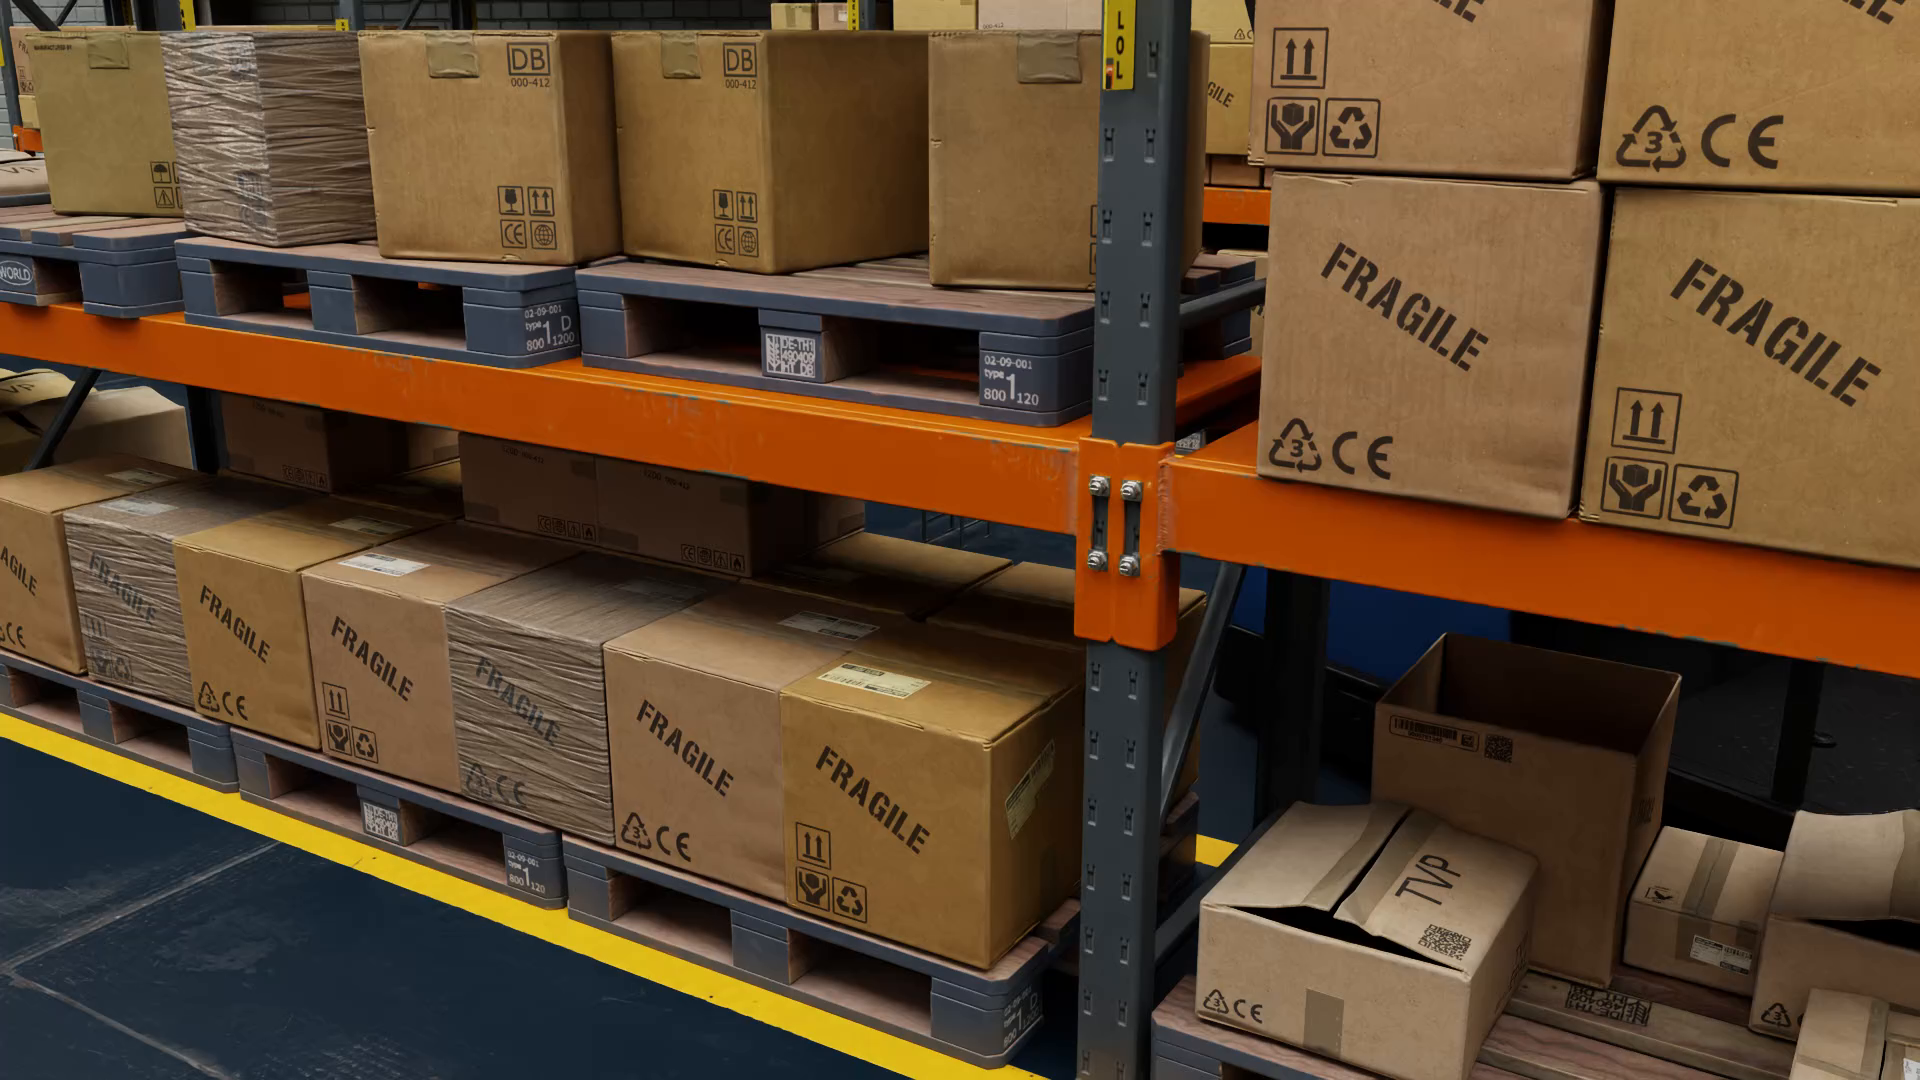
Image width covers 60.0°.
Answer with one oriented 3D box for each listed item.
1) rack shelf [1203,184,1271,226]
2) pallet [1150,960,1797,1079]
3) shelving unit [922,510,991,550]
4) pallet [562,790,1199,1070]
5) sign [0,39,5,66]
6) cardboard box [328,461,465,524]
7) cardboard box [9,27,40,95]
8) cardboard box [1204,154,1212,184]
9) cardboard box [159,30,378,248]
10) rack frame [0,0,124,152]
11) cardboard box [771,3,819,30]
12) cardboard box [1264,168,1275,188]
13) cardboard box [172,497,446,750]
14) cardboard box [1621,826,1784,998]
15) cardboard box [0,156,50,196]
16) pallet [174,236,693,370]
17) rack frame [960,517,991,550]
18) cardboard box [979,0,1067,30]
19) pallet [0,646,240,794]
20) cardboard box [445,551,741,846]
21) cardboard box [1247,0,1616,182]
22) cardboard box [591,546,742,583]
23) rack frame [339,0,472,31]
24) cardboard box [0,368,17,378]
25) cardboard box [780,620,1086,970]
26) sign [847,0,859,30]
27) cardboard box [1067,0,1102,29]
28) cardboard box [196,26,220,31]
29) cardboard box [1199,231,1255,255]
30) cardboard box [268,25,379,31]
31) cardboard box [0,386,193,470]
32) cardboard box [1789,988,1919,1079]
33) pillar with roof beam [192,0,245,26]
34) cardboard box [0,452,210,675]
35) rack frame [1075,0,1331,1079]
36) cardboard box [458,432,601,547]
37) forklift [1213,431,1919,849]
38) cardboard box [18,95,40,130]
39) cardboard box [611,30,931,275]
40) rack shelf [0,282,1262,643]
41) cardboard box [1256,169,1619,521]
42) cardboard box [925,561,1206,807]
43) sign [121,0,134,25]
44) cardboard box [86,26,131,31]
[{"bbox_3d":[1.426,-1.649,8.388,4.000,0.370,1.077,10,20,30],"label":"rack shelf"},{"bbox_3d":[1.126,0.977,3.302,1.213,0.211,1.003,10,20,30],"label":"pallet"},{"bbox_3d":[-0.012,-0.576,6.714,0.189,1.200,0.258,10,20,30],"label":"shelving unit"},{"bbox_3d":[-0.172,0.758,4.023,1.213,0.211,1.003,10,20,30],"label":"pallet"},{"bbox_3d":[-7.379,-3.794,12.722,0.005,0.325,0.100,10,20,30],"label":"sign"},{"bbox_3d":[-1.507,0.078,5.007,0.500,0.500,0.500,9,19,28],"label":"cardboard box"},{"bbox_3d":[-6.846,-3.664,12.716,0.500,0.500,0.500,10,20,30],"label":"cardboard box"},{"bbox_3d":[1.194,-1.849,8.205,0.250,0.149,0.380,10,20,30],"label":"cardboard box"},{"bbox_3d":[-1.593,-1.065,4.331,0.500,0.500,0.700,15,22,40],"label":"cardboard box"},{"bbox_3d":[-7.095,-3.515,13.291,0.127,3.000,1.000,10,20,30],"label":"rack frame"},{"bbox_3d":[-0.870,-2.957,9.409,0.250,0.149,0.380,7,18,21],"label":"cardboard box"},{"bbox_3d":[1.634,-1.764,7.926,0.250,0.149,0.380,10,19,29],"label":"cardboard box"},{"bbox_3d":[-1.755,0.211,4.569,0.500,0.500,0.500,10,19,29],"label":"cardboard box"},{"bbox_3d":[1.526,0.750,3.398,0.250,0.149,0.380,10,20,30],"label":"cardboard box"},{"bbox_3d":[-3.155,-1.094,5.475,0.500,0.311,0.500,12,20,33],"label":"cardboard box"},{"bbox_3d":[-1.208,-0.684,4.302,1.213,0.211,1.003,10,20,30],"label":"pallet"},{"bbox_3d":[0.066,-0.562,6.668,0.006,1.200,0.240,10,20,30],"label":"rack frame"},{"bbox_3d":[0.432,-2.642,8.409,0.500,0.250,0.500,10,19,29],"label":"cardboard box"},{"bbox_3d":[-2.251,0.387,5.244,1.213,0.211,1.003,10,20,30],"label":"pallet"},{"bbox_3d":[-0.874,0.366,4.060,0.500,0.500,0.500,10,20,31],"label":"cardboard box"},{"bbox_3d":[0.795,-0.847,2.616,0.500,0.500,0.500,11,20,31],"label":"cardboard box"},{"bbox_3d":[-0.626,0.233,4.496,0.500,0.500,0.500,10,20,31],"label":"cardboard box"},{"bbox_3d":[-3.687,-2.906,11.288,0.127,3.000,1.000,10,20,30],"label":"rack frame"},{"bbox_3d":[-4.046,-0.532,6.516,0.500,0.311,0.500,10,19,29],"label":"cardboard box"},{"bbox_3d":[-0.030,0.520,3.554,0.500,0.500,0.500,10,20,30],"label":"cardboard box"},{"bbox_3d":[-0.554,-2.678,8.681,0.005,0.325,0.100,10,20,30],"label":"sign"},{"bbox_3d":[0.860,-2.567,8.162,0.500,0.250,0.500,10,20,30],"label":"cardboard box"},{"bbox_3d":[-5.103,-3.352,11.688,0.500,0.500,0.500,9,19,28],"label":"cardboard box"},{"bbox_3d":[1.023,-1.191,8.617,0.750,0.750,0.750,10,20,30],"label":"cardboard box"},{"bbox_3d":[-4.252,-3.198,11.182,0.500,0.500,0.500,10,20,30],"label":"cardboard box"},{"bbox_3d":[-3.160,-0.376,6.003,0.500,0.311,0.500,11,20,32],"label":"cardboard box"},{"bbox_3d":[1.528,0.930,2.777,0.250,0.166,0.380,10,20,30],"label":"cardboard box"},{"bbox_3d":[-8.299,-5.427,9.263,0.400,9.000,9.100,10,20,30],"label":"pillar with roof beam"},{"bbox_3d":[-2.629,0.055,5.082,0.500,0.500,0.500,11,20,32],"label":"cardboard box"},{"bbox_3d":[0.541,-0.462,3.241,0.127,3.000,1.000,10,20,30],"label":"rack frame"},{"bbox_3d":[-1.024,-0.197,4.624,0.500,0.250,0.500,10,19,29],"label":"cardboard box"},{"bbox_3d":[2.075,-0.621,3.881,1.130,2.935,3.031,-13,21,-36],"label":"forklift"},{"bbox_3d":[-6.846,-3.300,12.806,0.500,0.250,0.500,9,19,28],"label":"cardboard box"},{"bbox_3d":[-0.365,-0.927,3.878,0.500,0.500,0.700,14,22,39],"label":"cardboard box"},{"bbox_3d":[-1.163,-0.422,4.347,4.000,0.370,1.077,10,20,30],"label":"rack shelf"},{"bbox_3d":[0.833,-0.365,2.749,0.500,0.500,0.500,11,20,31],"label":"cardboard box"},{"bbox_3d":[0.256,0.390,3.981,0.500,0.500,0.500,9,19,28],"label":"cardboard box"},{"bbox_3d":[-6.788,-4.354,13.519,0.005,0.325,0.100,10,20,30],"label":"sign"},{"bbox_3d":[-5.993,-3.506,12.197,0.500,0.500,0.500,9,19,28],"label":"cardboard box"}]
